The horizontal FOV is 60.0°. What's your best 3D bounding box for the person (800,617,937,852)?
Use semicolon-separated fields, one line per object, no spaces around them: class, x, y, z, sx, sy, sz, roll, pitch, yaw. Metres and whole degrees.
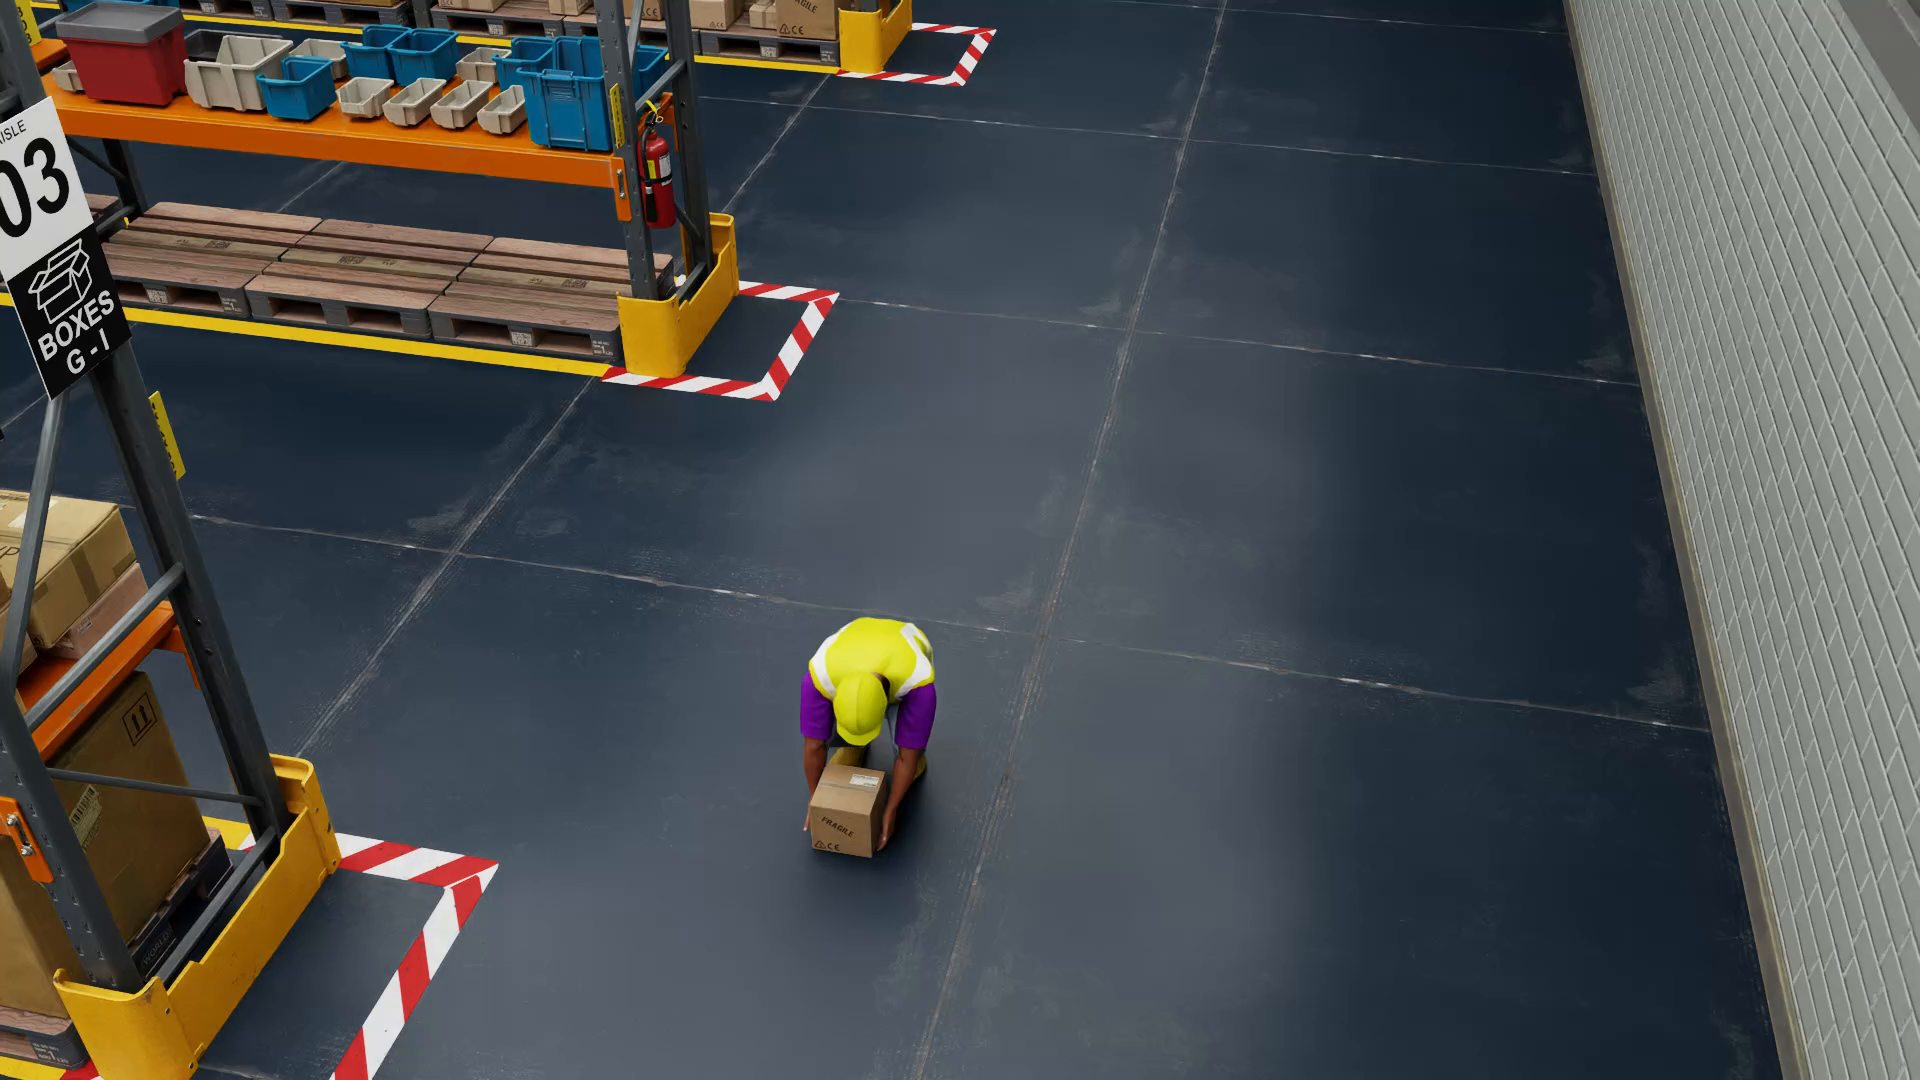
person;-0.340;0.686;6.811;0.549;0.895;0.900;7;37;10
